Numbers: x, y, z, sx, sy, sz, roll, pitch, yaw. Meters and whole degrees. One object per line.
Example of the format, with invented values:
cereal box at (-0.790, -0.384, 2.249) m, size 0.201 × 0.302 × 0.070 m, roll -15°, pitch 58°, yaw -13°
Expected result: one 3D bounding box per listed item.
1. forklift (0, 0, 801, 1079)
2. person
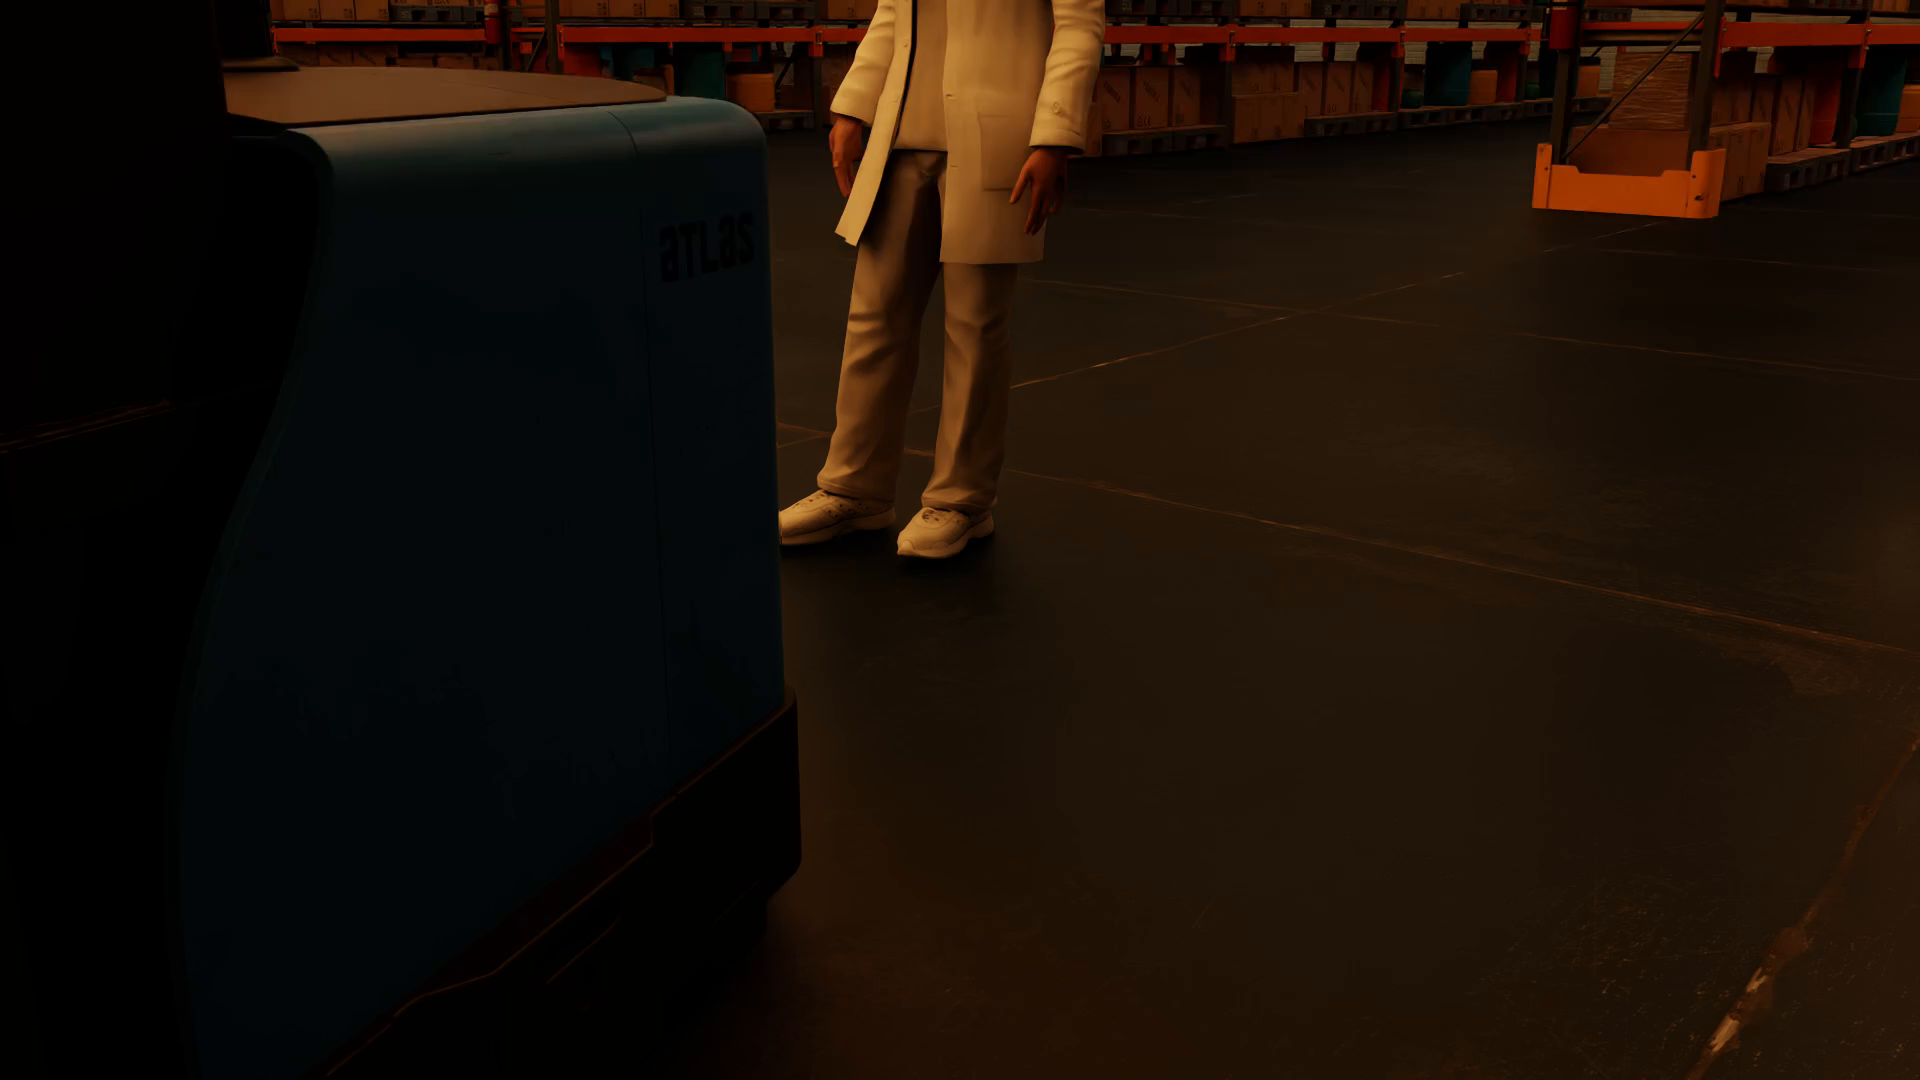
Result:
forklift at (-1.229, -0.561, 0.746) m, size 1.130 × 2.935 × 3.031 m, roll 7°, pitch 18°, yaw 21°
person at (-0.061, -0.838, 3.616) m, size 0.698 × 1.777 × 0.578 m, roll 13°, pitch 21°, yaw 37°
